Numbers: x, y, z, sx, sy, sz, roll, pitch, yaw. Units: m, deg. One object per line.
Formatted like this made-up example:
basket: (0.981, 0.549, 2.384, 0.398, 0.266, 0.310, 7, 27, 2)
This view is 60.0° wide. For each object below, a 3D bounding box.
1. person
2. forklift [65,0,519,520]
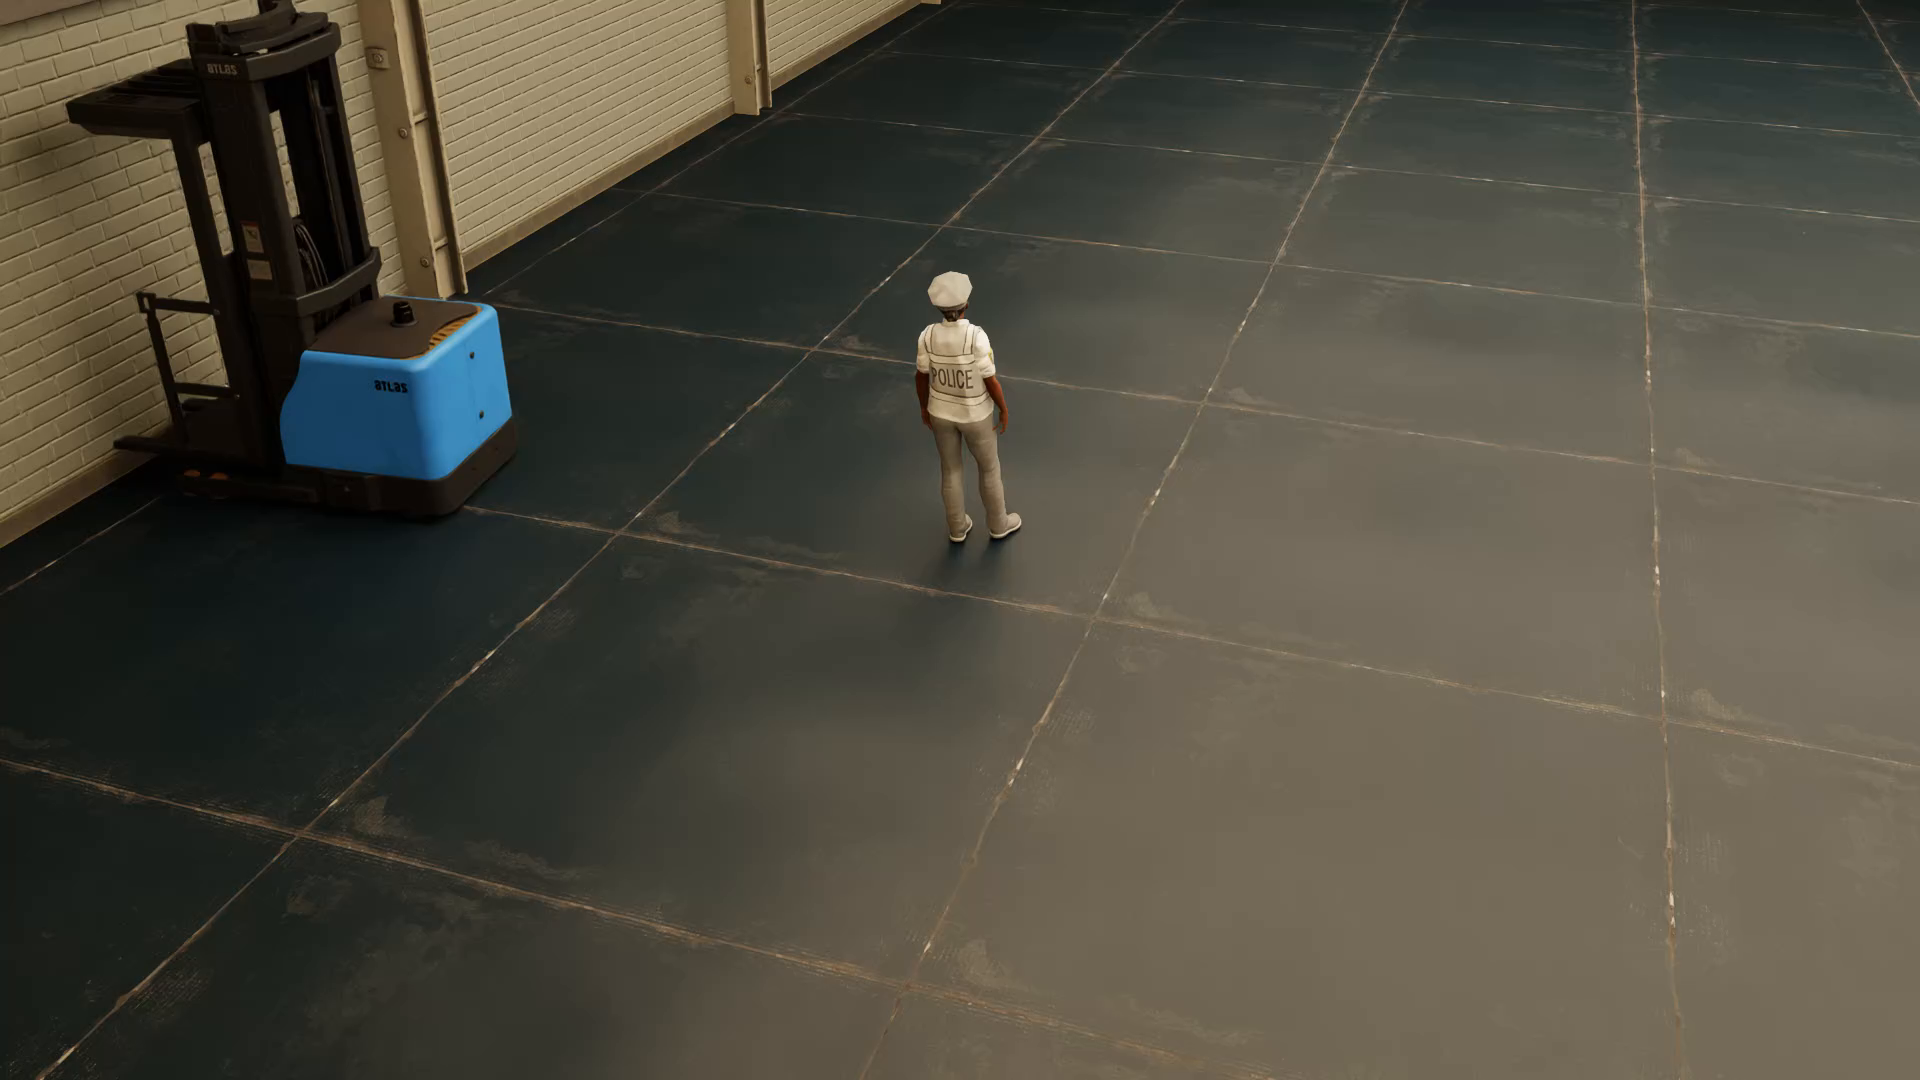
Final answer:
person: (0.043, -0.774, 9.729, 0.569, 1.695, 0.528, 10, 31, 16)
forklift: (-4.495, -1.774, 10.249, 3.031, 2.935, 1.130, 7, 30, 12)
